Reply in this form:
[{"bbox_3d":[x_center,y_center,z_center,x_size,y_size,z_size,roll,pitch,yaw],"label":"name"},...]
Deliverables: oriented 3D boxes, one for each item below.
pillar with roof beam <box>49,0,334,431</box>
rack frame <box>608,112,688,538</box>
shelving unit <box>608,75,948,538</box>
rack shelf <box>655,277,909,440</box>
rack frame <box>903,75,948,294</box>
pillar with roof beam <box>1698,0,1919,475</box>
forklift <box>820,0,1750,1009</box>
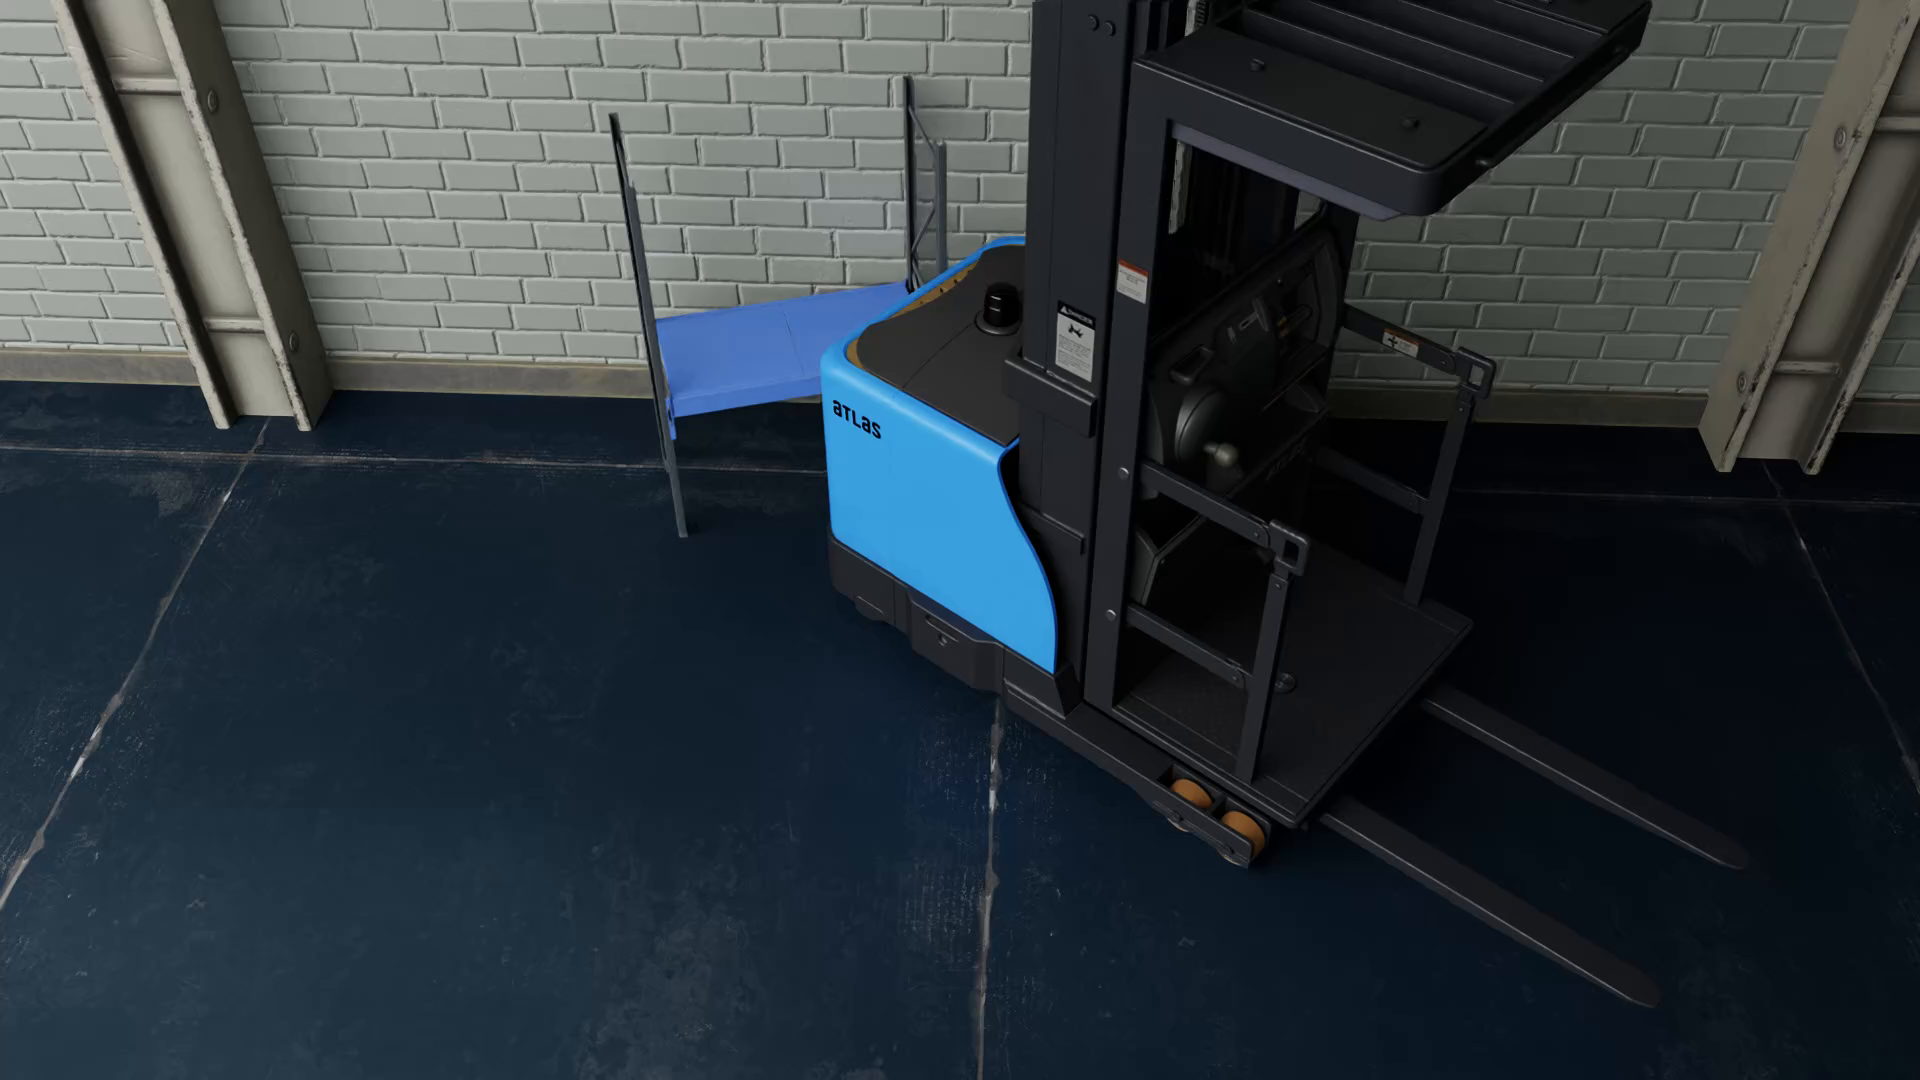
[{"bbox_3d":[-3.004,-0.914,0.629,0.400,9.000,9.100,2,43,2],"label":"pillar with roof beam"},{"bbox_3d":[-1.104,-0.723,5.926,0.032,1.500,0.500,-10,44,-11],"label":"rack frame"},{"bbox_3d":[-0.613,-0.812,6.022,1.048,1.500,0.538,-10,44,-11],"label":"shelving unit"},{"bbox_3d":[-0.613,-0.681,6.144,1.000,0.185,0.538,-10,44,-11],"label":"rack shelf"},{"bbox_3d":[-0.121,-0.902,6.117,0.032,1.500,0.500,-10,44,-11],"label":"rack frame"},{"bbox_3d":[2.990,-0.729,0.431,0.400,9.000,9.100,2,43,2],"label":"pillar with roof beam"},{"bbox_3d":[0.976,-0.475,4.610,3.031,2.935,1.130,31,51,29],"label":"forklift"}]
